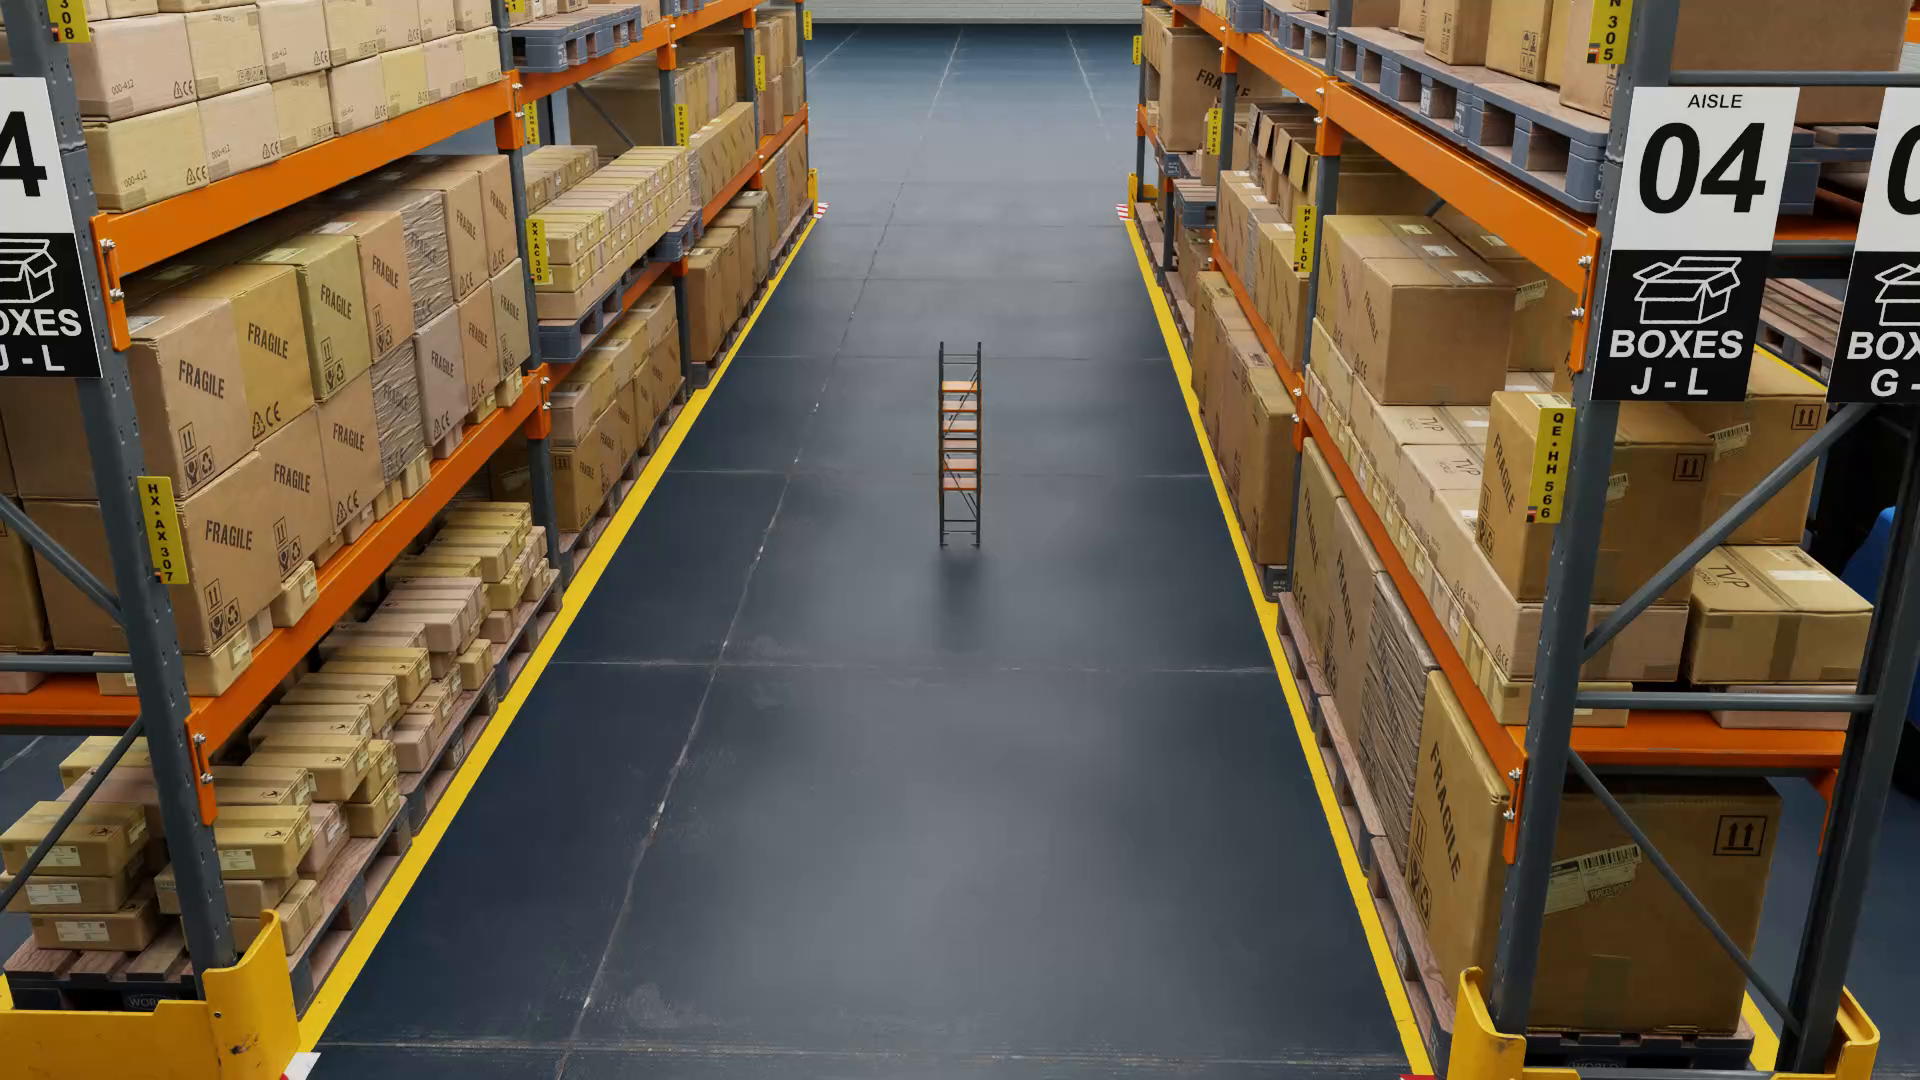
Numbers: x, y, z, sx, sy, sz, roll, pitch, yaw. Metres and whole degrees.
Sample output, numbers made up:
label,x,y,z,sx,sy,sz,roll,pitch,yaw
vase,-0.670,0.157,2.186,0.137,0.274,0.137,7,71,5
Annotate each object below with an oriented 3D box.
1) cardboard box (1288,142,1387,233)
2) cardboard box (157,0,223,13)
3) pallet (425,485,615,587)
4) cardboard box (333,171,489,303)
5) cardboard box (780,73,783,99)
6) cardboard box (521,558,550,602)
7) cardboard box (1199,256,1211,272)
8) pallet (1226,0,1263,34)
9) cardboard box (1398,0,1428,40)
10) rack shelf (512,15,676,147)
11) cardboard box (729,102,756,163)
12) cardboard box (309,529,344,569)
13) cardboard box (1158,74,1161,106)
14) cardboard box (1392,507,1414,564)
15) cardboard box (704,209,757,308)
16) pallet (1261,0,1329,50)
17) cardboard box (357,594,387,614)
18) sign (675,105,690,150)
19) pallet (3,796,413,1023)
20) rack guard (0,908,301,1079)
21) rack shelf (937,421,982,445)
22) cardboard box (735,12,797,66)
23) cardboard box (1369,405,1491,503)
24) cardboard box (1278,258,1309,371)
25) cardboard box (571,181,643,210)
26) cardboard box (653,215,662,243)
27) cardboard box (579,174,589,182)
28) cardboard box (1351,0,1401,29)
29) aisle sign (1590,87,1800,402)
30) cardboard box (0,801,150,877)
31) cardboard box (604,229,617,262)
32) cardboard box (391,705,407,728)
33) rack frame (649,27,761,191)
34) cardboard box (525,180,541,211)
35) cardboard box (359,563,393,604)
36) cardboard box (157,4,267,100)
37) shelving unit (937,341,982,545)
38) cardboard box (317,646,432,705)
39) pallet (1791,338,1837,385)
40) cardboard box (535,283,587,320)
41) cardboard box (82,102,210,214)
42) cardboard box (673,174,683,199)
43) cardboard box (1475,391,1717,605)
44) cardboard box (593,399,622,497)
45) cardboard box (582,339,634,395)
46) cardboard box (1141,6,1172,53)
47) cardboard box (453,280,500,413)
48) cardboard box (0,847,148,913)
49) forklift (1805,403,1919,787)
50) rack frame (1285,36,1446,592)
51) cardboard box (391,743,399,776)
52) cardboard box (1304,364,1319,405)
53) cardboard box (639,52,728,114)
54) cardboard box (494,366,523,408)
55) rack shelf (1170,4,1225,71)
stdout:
label,x,y,z,sx,sy,sz,roll,pitch,yaw
cardboard box,2.297,-1.977,9.452,0.797,0.503,0.637,1,21,2
cardboard box,-2.479,-1.680,5.029,0.380,0.149,0.250,1,21,2
pallet,-2.679,-0.056,9.881,1.003,0.211,1.213,1,21,2
cardboard box,-2.456,-1.366,7.471,0.500,0.500,0.500,0,21,0
cardboard box,-2.440,-4.948,18.428,0.875,0.550,0.550,1,21,2
cardboard box,-2.373,0.204,8.716,0.380,0.149,0.250,1,21,2
cardboard box,2.390,-2.118,14.187,0.700,0.500,0.500,2,21,6
pallet,2.408,-3.507,11.034,1.213,0.211,1.003,2,21,4
cardboard box,2.289,-2.387,7.031,0.700,0.500,0.500,-1,21,-2
rack shelf,-2.641,-2.861,10.103,1.077,0.370,4.000,1,21,2
cardboard box,-2.207,-3.822,15.594,0.500,0.500,0.500,1,21,1
cardboard box,-2.554,-0.007,6.247,0.380,0.149,0.250,0,21,1
cardboard box,2.620,-4.947,18.081,0.875,0.500,0.500,1,21,2
cardboard box,1.850,-0.015,6.269,0.380,0.149,0.250,1,21,2
cardboard box,-2.420,-2.540,14.958,1.050,0.750,0.750,1,21,2
pallet,2.377,-3.102,9.992,1.003,0.211,1.213,2,21,4
cardboard box,-2.933,0.326,7.991,0.380,0.149,0.250,0,21,-1
sign,-2.037,-3.021,12.177,0.100,0.325,0.005,1,21,2
pallet,-2.761,1.351,6.255,1.003,0.211,1.213,1,21,2
rack guard,-2.821,1.510,5.447,1.175,0.500,0.348,1,21,2
rack shelf,0.000,-0.635,9.798,0.258,0.103,0.180,1,21,2
cardboard box,-2.311,-5.653,18.751,0.875,0.550,0.550,1,21,2
cardboard box,1.924,-0.340,6.554,0.500,0.250,0.500,1,21,2
cardboard box,1.994,-1.202,8.842,0.500,0.500,0.500,1,21,2
cardboard box,-2.187,-2.133,10.324,0.380,0.149,0.250,1,21,3
cardboard box,-2.170,-2.046,10.922,0.380,0.149,0.250,0,21,-1
cardboard box,-2.801,-2.467,11.597,0.380,0.149,0.250,2,21,4
cardboard box,2.261,-2.834,8.321,0.700,0.500,0.500,1,21,3
aisle sign,1.829,-0.726,4.161,0.394,0.787,0.004,1,21,2
cardboard box,-3.060,1.033,5.757,0.380,0.149,0.250,1,21,2
cardboard box,-2.209,-1.710,9.646,0.380,0.149,0.250,0,21,-1
cardboard box,-2.571,0.705,7.015,0.380,0.149,0.250,2,21,4
rack frame,-2.458,-3.967,16.106,1.000,3.000,0.127,1,21,2
cardboard box,-2.837,-2.146,10.359,0.380,0.149,0.250,0,21,1
cardboard box,-2.930,0.189,7.933,0.380,0.149,0.250,0,21,0
cardboard box,-2.535,-1.534,5.206,0.500,0.250,0.500,0,21,1
shelving unit,0.000,-0.565,9.825,0.258,1.200,0.189,1,21,2
cardboard box,-2.447,0.566,6.962,0.380,0.149,0.250,1,21,2
pallet,7.388,-1.355,13.229,1.003,0.211,1.213,1,21,2
cardboard box,-2.230,-1.291,8.975,0.380,0.149,0.250,0,21,-1
cardboard box,-2.554,-1.116,4.820,0.500,0.250,0.500,1,21,4
cardboard box,-2.146,-2.458,11.573,0.380,0.149,0.250,1,21,4
cardboard box,1.884,-0.135,4.988,0.500,0.500,0.500,1,21,2
cardboard box,-2.400,-0.561,10.202,0.500,0.500,0.500,2,21,4
cardboard box,-2.381,-1.096,10.545,0.500,0.250,0.500,1,21,4
cardboard box,2.329,-5.778,18.841,0.500,0.500,0.500,1,21,2
cardboard box,-2.451,-0.894,7.637,0.500,0.500,0.500,0,21,0
cardboard box,-3.092,1.172,5.810,0.380,0.149,0.250,0,21,0
forklift,4.674,-0.766,7.951,1.130,2.935,3.031,1,21,3
rack frame,2.253,-0.983,8.417,1.000,3.000,0.127,1,21,2
cardboard box,-2.531,0.949,6.796,0.380,0.149,0.250,1,21,2
cardboard box,1.912,-0.763,8.196,0.380,0.149,0.250,1,21,2
cardboard box,-2.481,-4.114,14.965,0.700,0.500,0.500,0,21,1
cardboard box,-2.375,-0.757,8.181,0.380,0.149,0.250,0,21,0
rack shelf,2.436,-4.216,13.595,1.077,0.370,4.000,1,21,2
